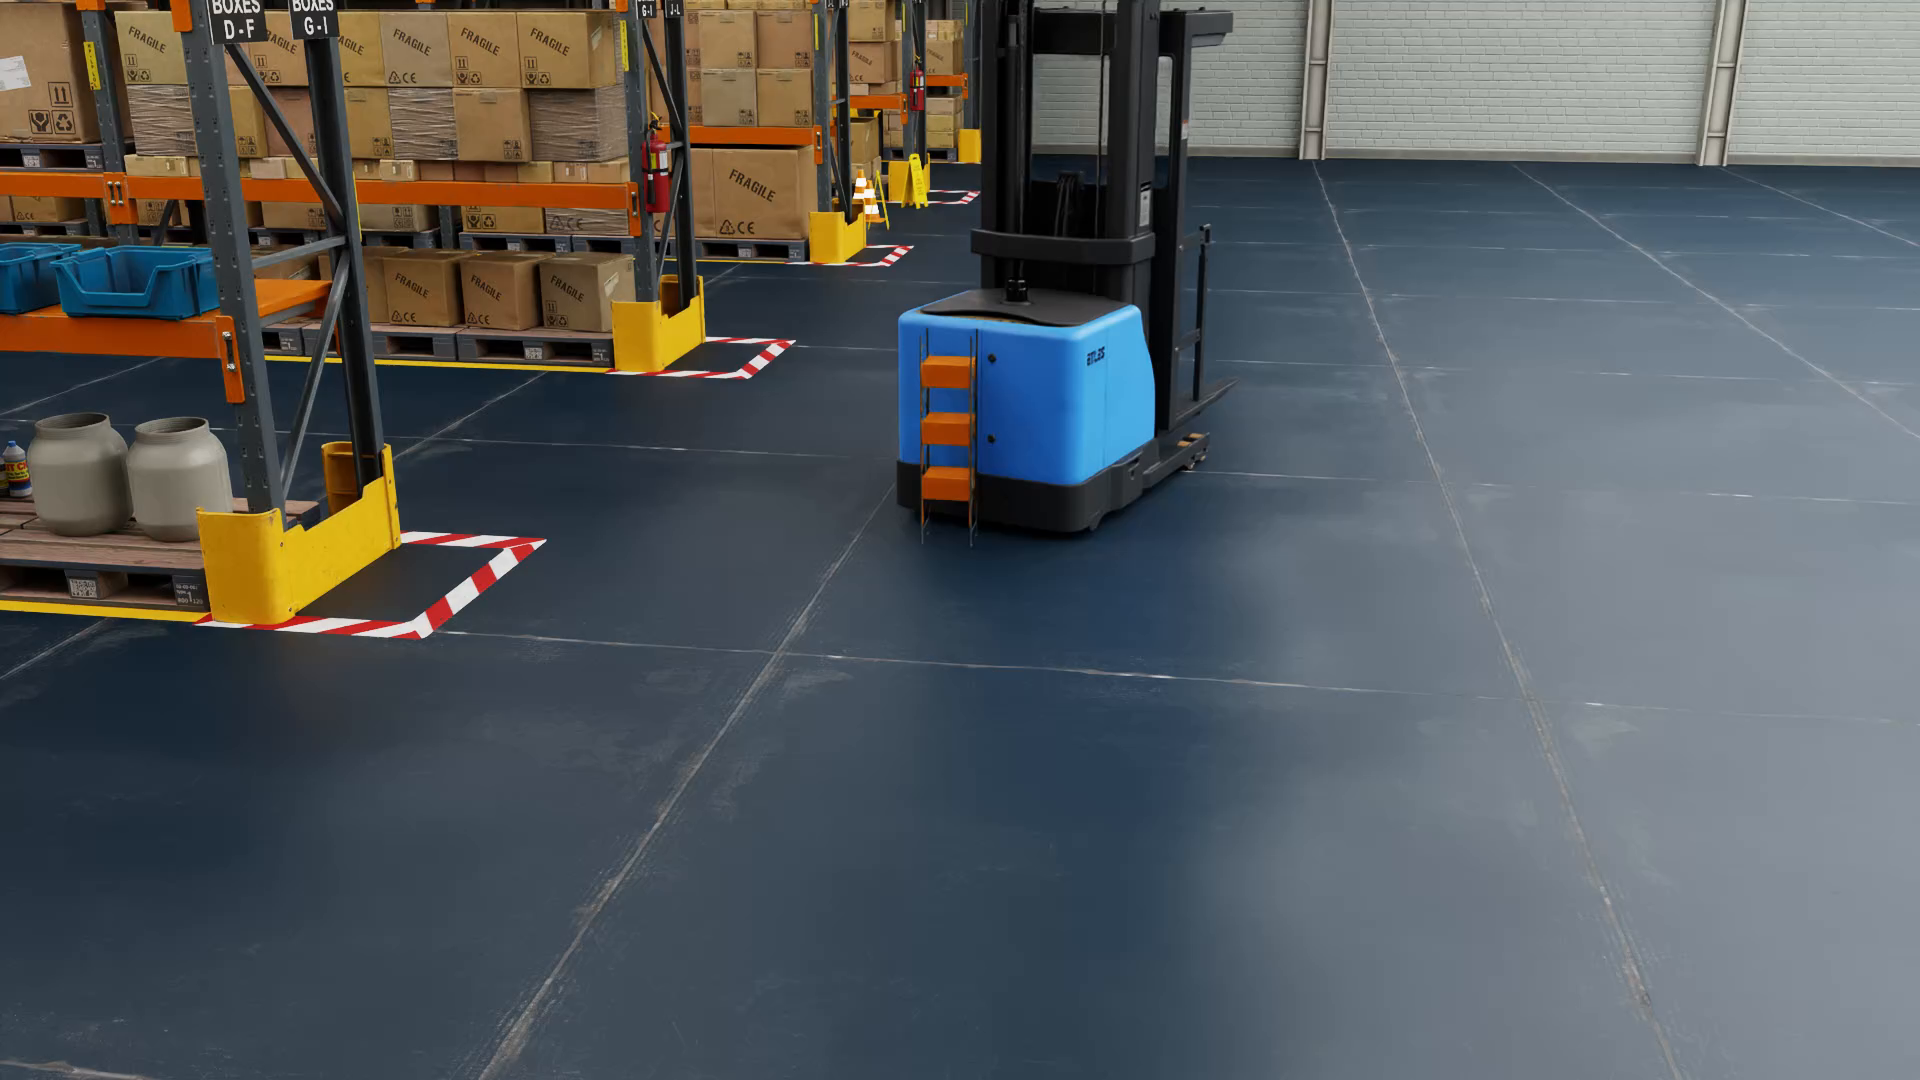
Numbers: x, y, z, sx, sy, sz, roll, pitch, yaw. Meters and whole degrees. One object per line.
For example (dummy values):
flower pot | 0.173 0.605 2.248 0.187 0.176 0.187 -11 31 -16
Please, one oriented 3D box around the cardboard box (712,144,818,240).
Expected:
cardboard box | -1.947 -3.559 16.898 0.875 0.875 0.875 3 19 9

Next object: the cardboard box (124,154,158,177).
cardboard box | -5.939 -2.782 12.286 0.250 0.149 0.380 3 19 9

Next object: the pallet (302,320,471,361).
pallet | -4.226 -1.600 12.753 1.213 0.211 1.003 3 19 9

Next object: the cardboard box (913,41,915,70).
cardboard box | -0.837 -7.484 25.784 0.500 0.500 0.500 4 19 10

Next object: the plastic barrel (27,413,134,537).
plastic barrel | -4.096 -0.307 7.752 0.421 0.512 0.421 0 18 0

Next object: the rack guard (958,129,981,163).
rack guard | 0.225 -6.278 26.278 0.348 0.500 1.175 3 19 9

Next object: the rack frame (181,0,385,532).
rack frame | -2.939 -1.253 7.321 0.127 3.000 1.000 3 19 9

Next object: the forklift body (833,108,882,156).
forklift body | -1.960 -6.586 24.597 1.214 2.155 2.313 3 19 9

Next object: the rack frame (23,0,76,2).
rack frame | -12.430 -6.513 23.042 0.127 3.000 1.000 3 19 9

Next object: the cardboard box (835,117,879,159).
cardboard box | -1.358 -5.289 21.871 0.500 0.500 0.500 2 19 7

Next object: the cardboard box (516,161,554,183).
cardboard box | -2.970 -2.645 11.875 0.250 0.149 0.380 3 19 9

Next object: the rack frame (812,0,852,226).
rack frame | -1.267 -4.354 16.587 0.127 3.000 1.000 3 19 9

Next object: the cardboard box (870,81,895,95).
cardboard box | -0.985 -5.742 21.133 0.250 0.149 0.380 4 19 10

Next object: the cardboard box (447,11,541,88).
cardboard box | -3.231 -3.441 11.658 0.500 0.500 0.500 3 19 9

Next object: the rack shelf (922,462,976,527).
rack shelf | -0.053 -0.227 8.236 0.240 0.259 0.215 3 19 9

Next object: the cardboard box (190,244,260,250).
cardboard box | -5.715 -1.987 12.792 0.500 0.500 0.500 2 19 7

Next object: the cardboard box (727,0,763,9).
cardboard box | -2.610 -6.619 21.157 0.500 0.500 0.700 3 19 8

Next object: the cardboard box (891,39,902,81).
cardboard box | -1.006 -6.209 21.505 0.500 0.500 0.500 3 19 8

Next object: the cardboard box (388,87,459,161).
cardboard box | -3.692 -3.056 12.082 0.500 0.500 0.875 3 19 9

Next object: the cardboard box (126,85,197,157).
cardboard box | -5.669 -3.153 12.371 0.500 0.500 0.875 3 19 9

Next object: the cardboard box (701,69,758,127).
cardboard box | -2.187 -4.450 16.639 0.550 0.550 0.875 3 19 9

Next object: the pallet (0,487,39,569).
pallet | -5.024 -0.024 8.044 1.213 0.211 1.003 3 19 9

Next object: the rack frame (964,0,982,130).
rack frame | 0.202 -7.465 25.885 0.127 3.000 1.000 3 19 9

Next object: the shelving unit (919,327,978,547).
shelving unit | -0.053 -0.501 8.145 0.252 1.050 0.215 3 19 9

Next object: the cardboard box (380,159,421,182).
cardboard box | -3.966 -2.678 11.975 0.250 0.149 0.380 3 19 9

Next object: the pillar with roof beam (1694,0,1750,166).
pillar with roof beam | 10.822 -8.674 20.046 0.400 9.000 9.100 3 19 9

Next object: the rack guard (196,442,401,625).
rack guard | -3.022 -0.057 7.685 0.348 0.500 1.175 3 19 9

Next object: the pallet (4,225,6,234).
pallet | -11.138 -3.536 18.538 1.213 0.211 1.003 3 19 9

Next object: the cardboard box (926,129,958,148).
cardboard box | -0.312 -6.285 26.030 0.500 0.250 0.500 3 19 9

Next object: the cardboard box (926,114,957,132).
cardboard box | -0.328 -6.524 25.956 0.500 0.250 0.500 3 19 8

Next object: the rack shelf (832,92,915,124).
rack shelf | -2.557 -5.669 21.652 4.000 0.370 1.077 3 19 9

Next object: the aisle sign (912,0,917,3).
aisle sign | -0.567 -7.048 20.544 0.004 0.787 0.394 3 19 9

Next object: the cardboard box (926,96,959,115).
cardboard box | -0.302 -6.760 25.874 0.500 0.250 0.500 4 19 10

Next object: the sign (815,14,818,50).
sign | -1.367 -4.846 15.860 0.005 0.325 0.100 3 19 9

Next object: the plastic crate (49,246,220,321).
plastic crate | -3.481 -1.114 7.140 0.616 0.251 0.499 3 19 9

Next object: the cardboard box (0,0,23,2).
cardboard box | -12.785 -7.258 22.513 0.250 0.149 0.380 3 19 8

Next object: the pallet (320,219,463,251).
pallet | -5.990 -3.248 17.677 1.213 0.211 1.003 3 19 9

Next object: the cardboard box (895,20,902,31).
cardboard box | -0.930 -7.956 25.705 0.250 0.149 0.380 3 19 9

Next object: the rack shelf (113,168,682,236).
rack shelf | -4.128 -2.564 12.373 4.000 0.370 1.077 3 19 9

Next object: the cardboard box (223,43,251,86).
cardboard box | -5.205 -3.542 11.959 0.500 0.500 0.500 3 19 9

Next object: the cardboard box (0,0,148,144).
cardboard box | -6.865 -3.574 12.649 1.000 1.000 1.000 3 19 9

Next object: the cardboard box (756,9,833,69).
cardboard box | -1.628 -4.968 16.484 0.550 0.550 0.875 3 19 9

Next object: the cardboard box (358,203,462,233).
cardboard box | -5.844 -3.690 17.488 0.750 0.750 1.050 3 19 8

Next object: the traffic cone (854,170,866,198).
traffic cone | -1.211 -4.324 20.497 0.334 0.463 0.336 3 19 9

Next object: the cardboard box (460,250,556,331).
cardboard box | -3.363 -1.875 12.456 0.500 0.500 0.500 8 20 23

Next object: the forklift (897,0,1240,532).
forklift | 0.804 -1.849 9.210 1.130 2.935 3.031 9 21 26

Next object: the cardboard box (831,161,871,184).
cardboard box | -1.446 -4.762 21.480 0.500 0.250 0.500 3 19 8

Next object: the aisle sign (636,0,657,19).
aisle sign | -2.140 -3.940 11.256 0.004 0.787 0.394 3 19 9

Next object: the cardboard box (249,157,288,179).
cardboard box | -4.954 -2.726 12.120 0.250 0.149 0.380 3 19 9
